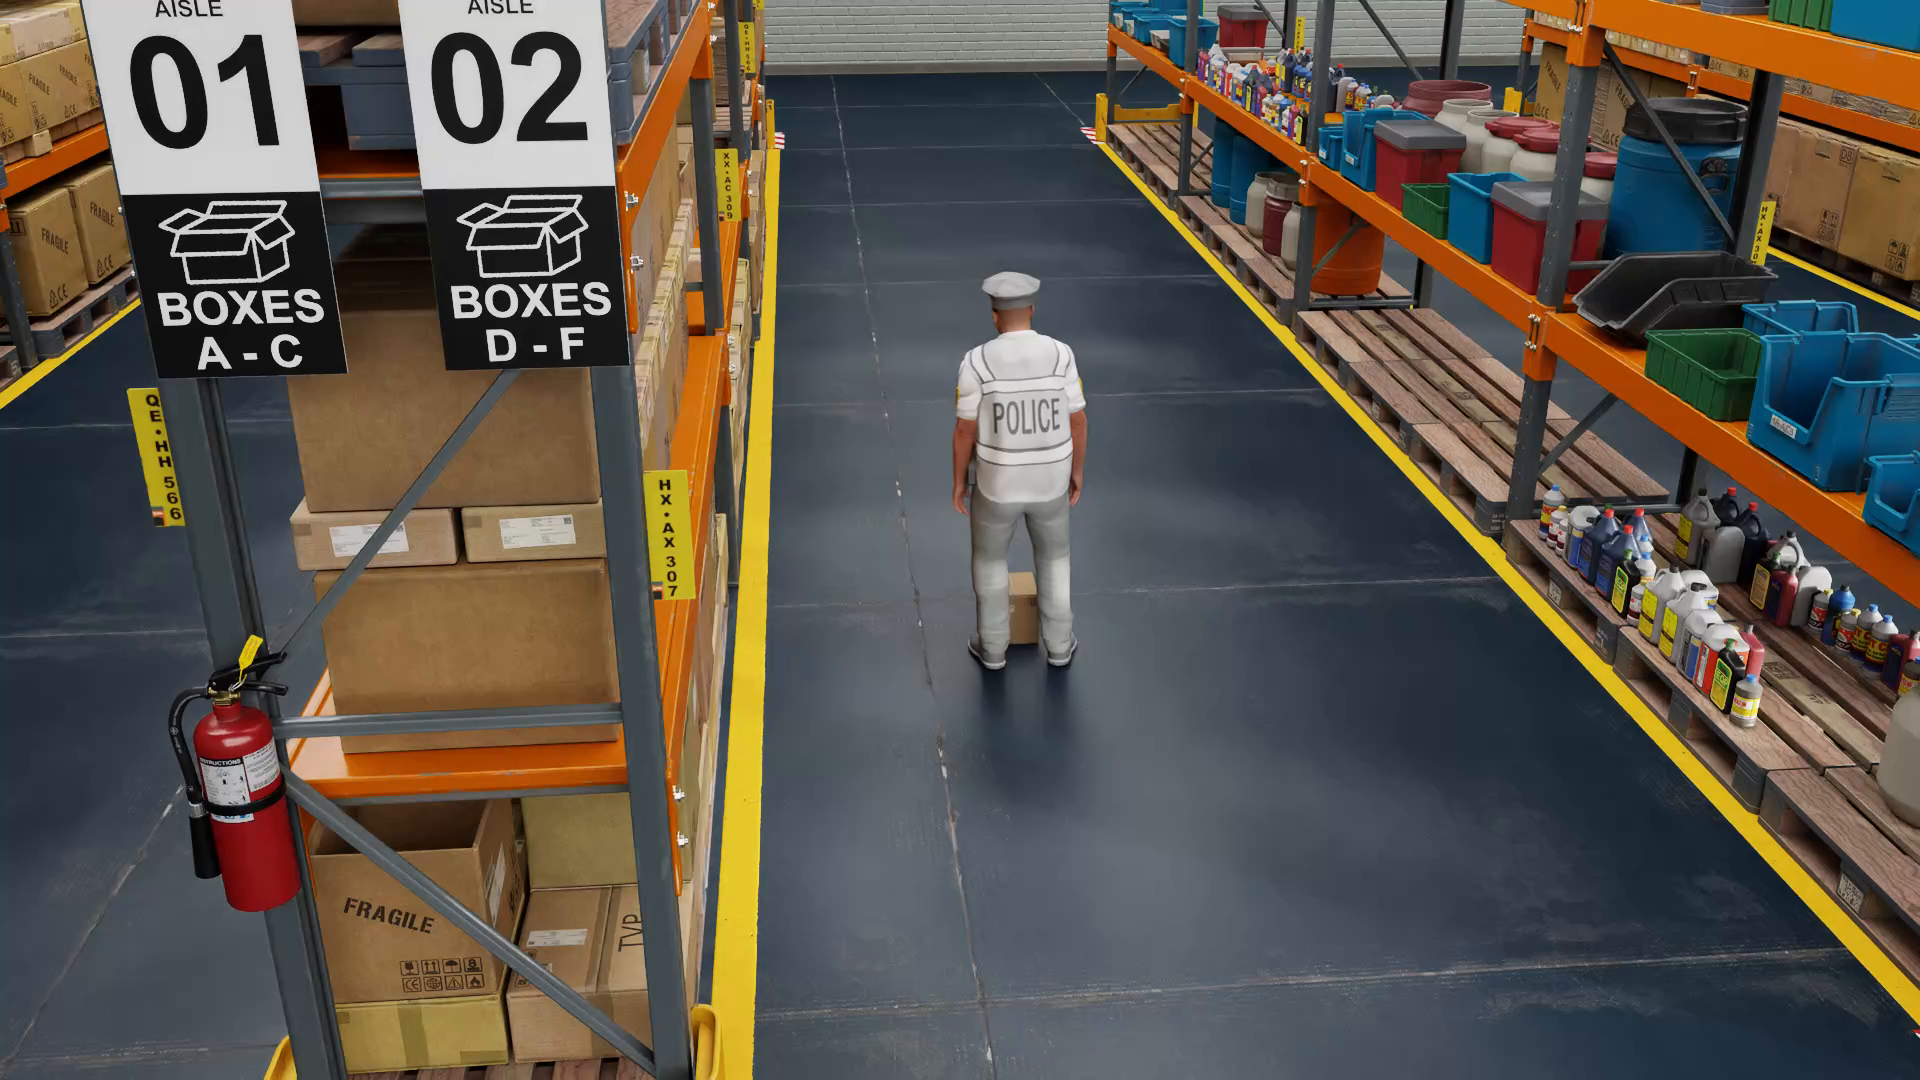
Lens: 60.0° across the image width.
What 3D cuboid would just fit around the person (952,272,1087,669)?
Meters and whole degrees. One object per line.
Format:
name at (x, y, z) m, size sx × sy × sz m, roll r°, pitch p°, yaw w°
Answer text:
person at (0.259, -0.261, 7.188) m, size 0.598 × 1.747 × 0.447 m, roll -4°, pitch 24°, yaw -8°
